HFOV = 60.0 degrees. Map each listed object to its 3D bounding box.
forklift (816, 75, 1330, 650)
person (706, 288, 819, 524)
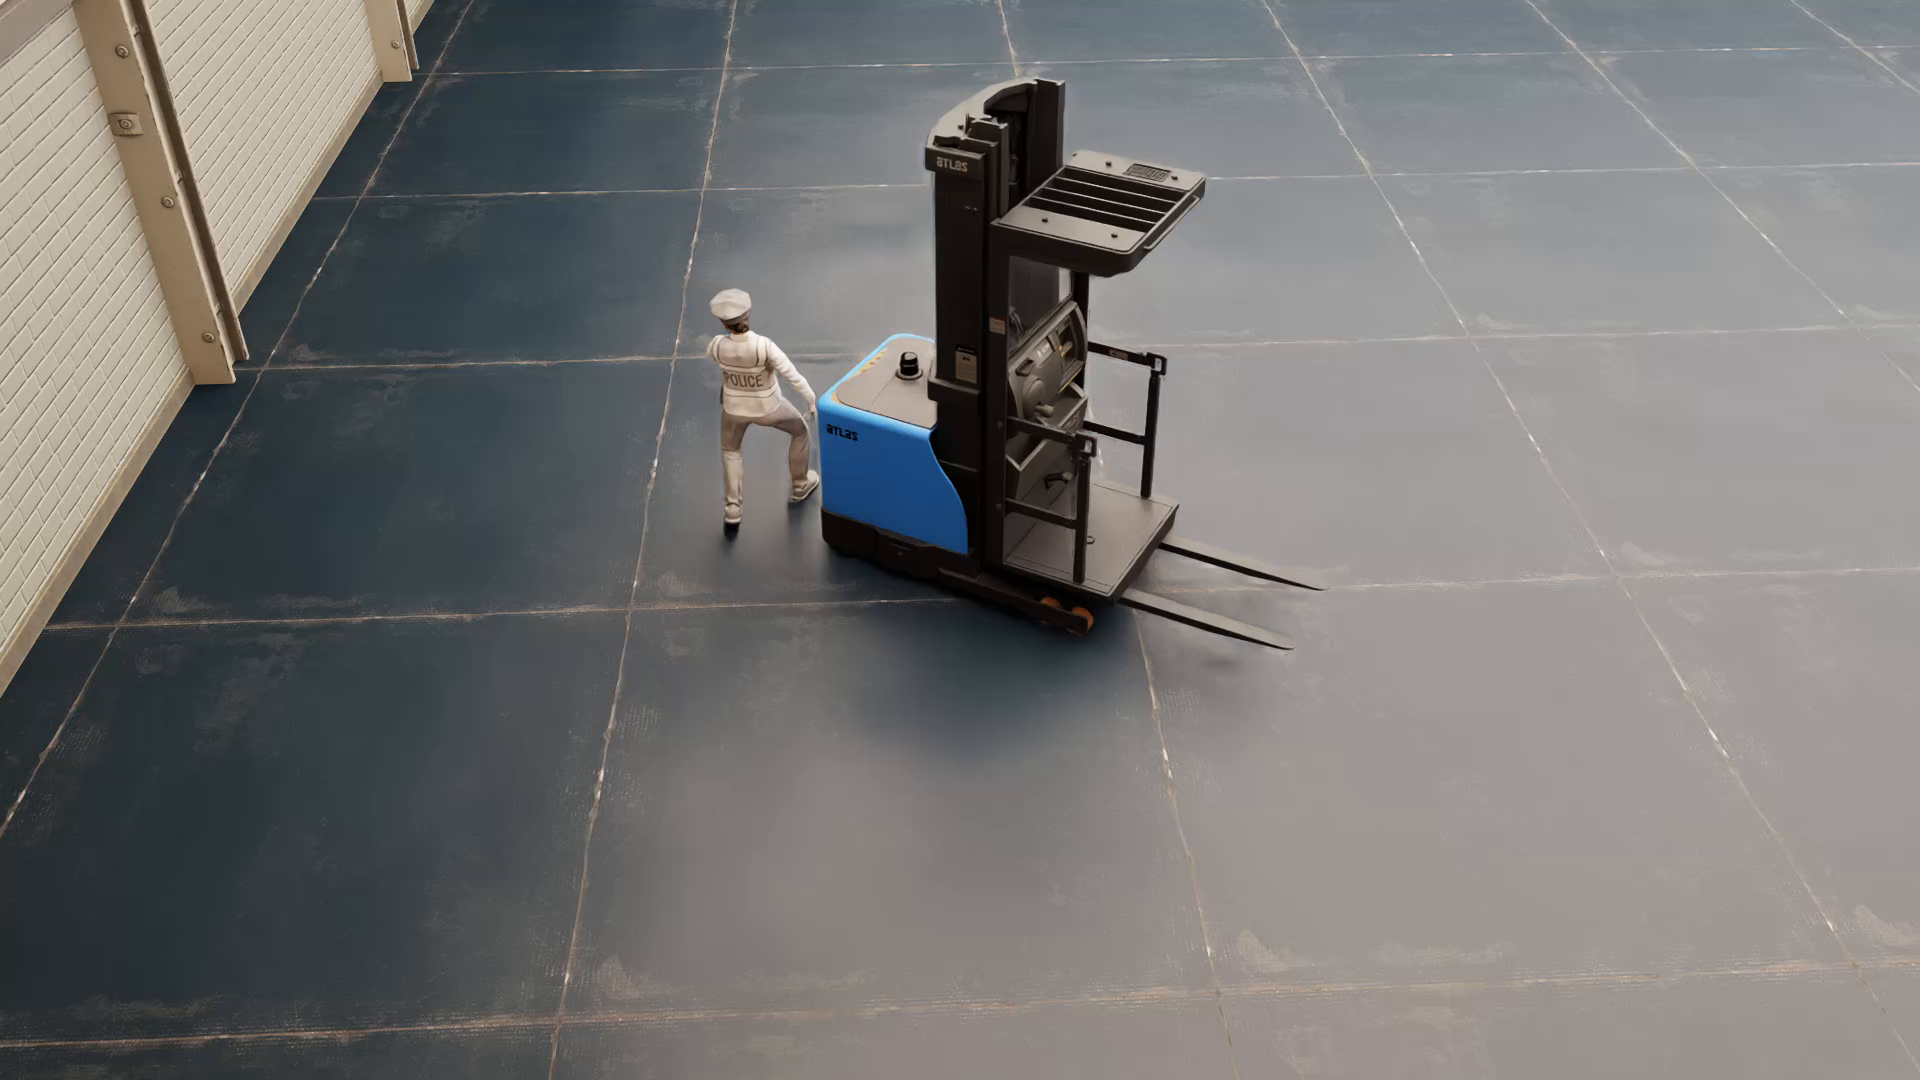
[{"bbox_3d":[0.679,-0.985,9.363,3.031,2.935,1.130,17,40,22],"label":"forklift"},{"bbox_3d":[-1.217,-0.861,10.343,0.647,1.567,0.704,2,36,3],"label":"person"}]
